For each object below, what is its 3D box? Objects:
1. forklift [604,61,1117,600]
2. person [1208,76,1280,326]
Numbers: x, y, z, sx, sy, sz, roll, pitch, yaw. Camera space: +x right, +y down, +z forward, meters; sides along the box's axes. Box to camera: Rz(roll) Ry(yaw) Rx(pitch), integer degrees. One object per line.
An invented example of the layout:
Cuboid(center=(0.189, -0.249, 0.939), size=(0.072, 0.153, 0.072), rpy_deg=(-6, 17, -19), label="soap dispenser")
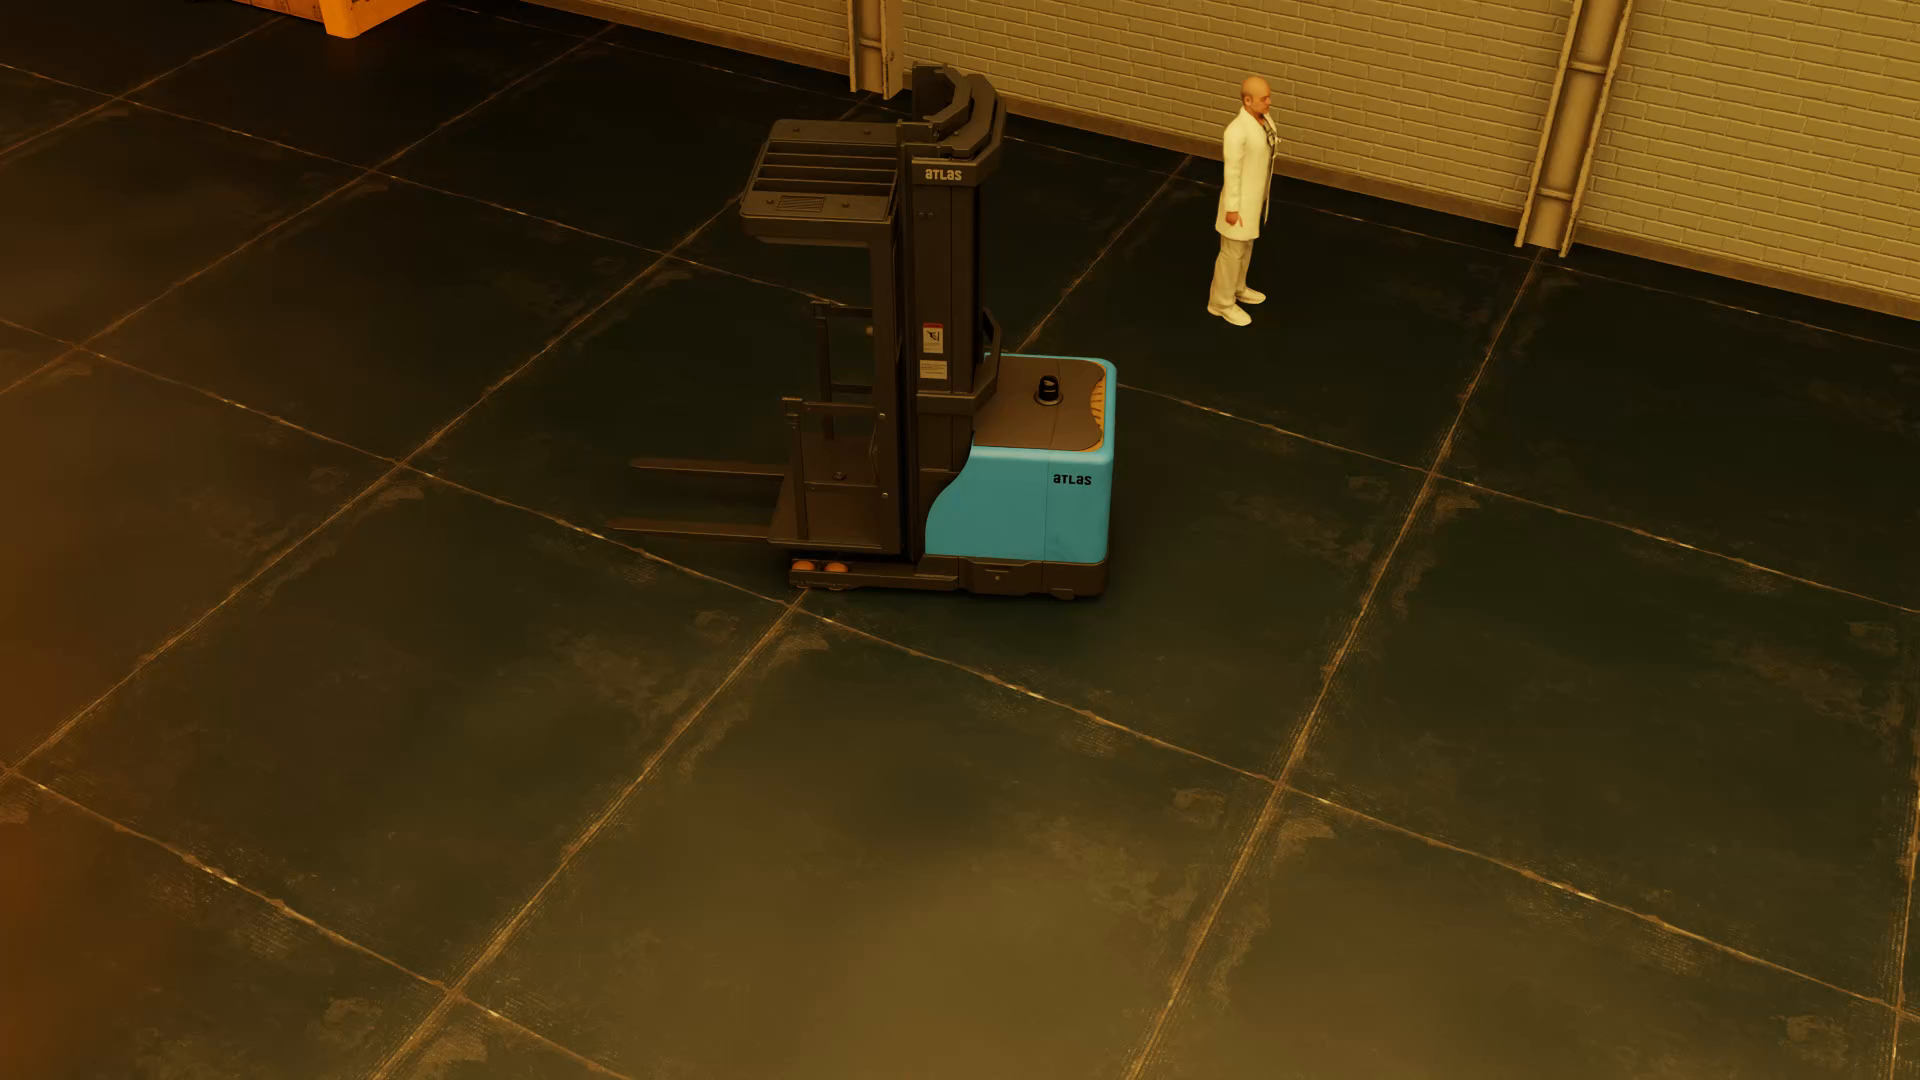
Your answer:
Cuboid(center=(-0.606, -1.157, 9.360), size=(3.031, 2.935, 1.130), rpy_deg=(3, 40, 4), label="forklift")
Cuboid(center=(2.042, -2.413, 11.743), size=(0.381, 1.783, 0.554), rpy_deg=(18, 43, 20), label="person")
